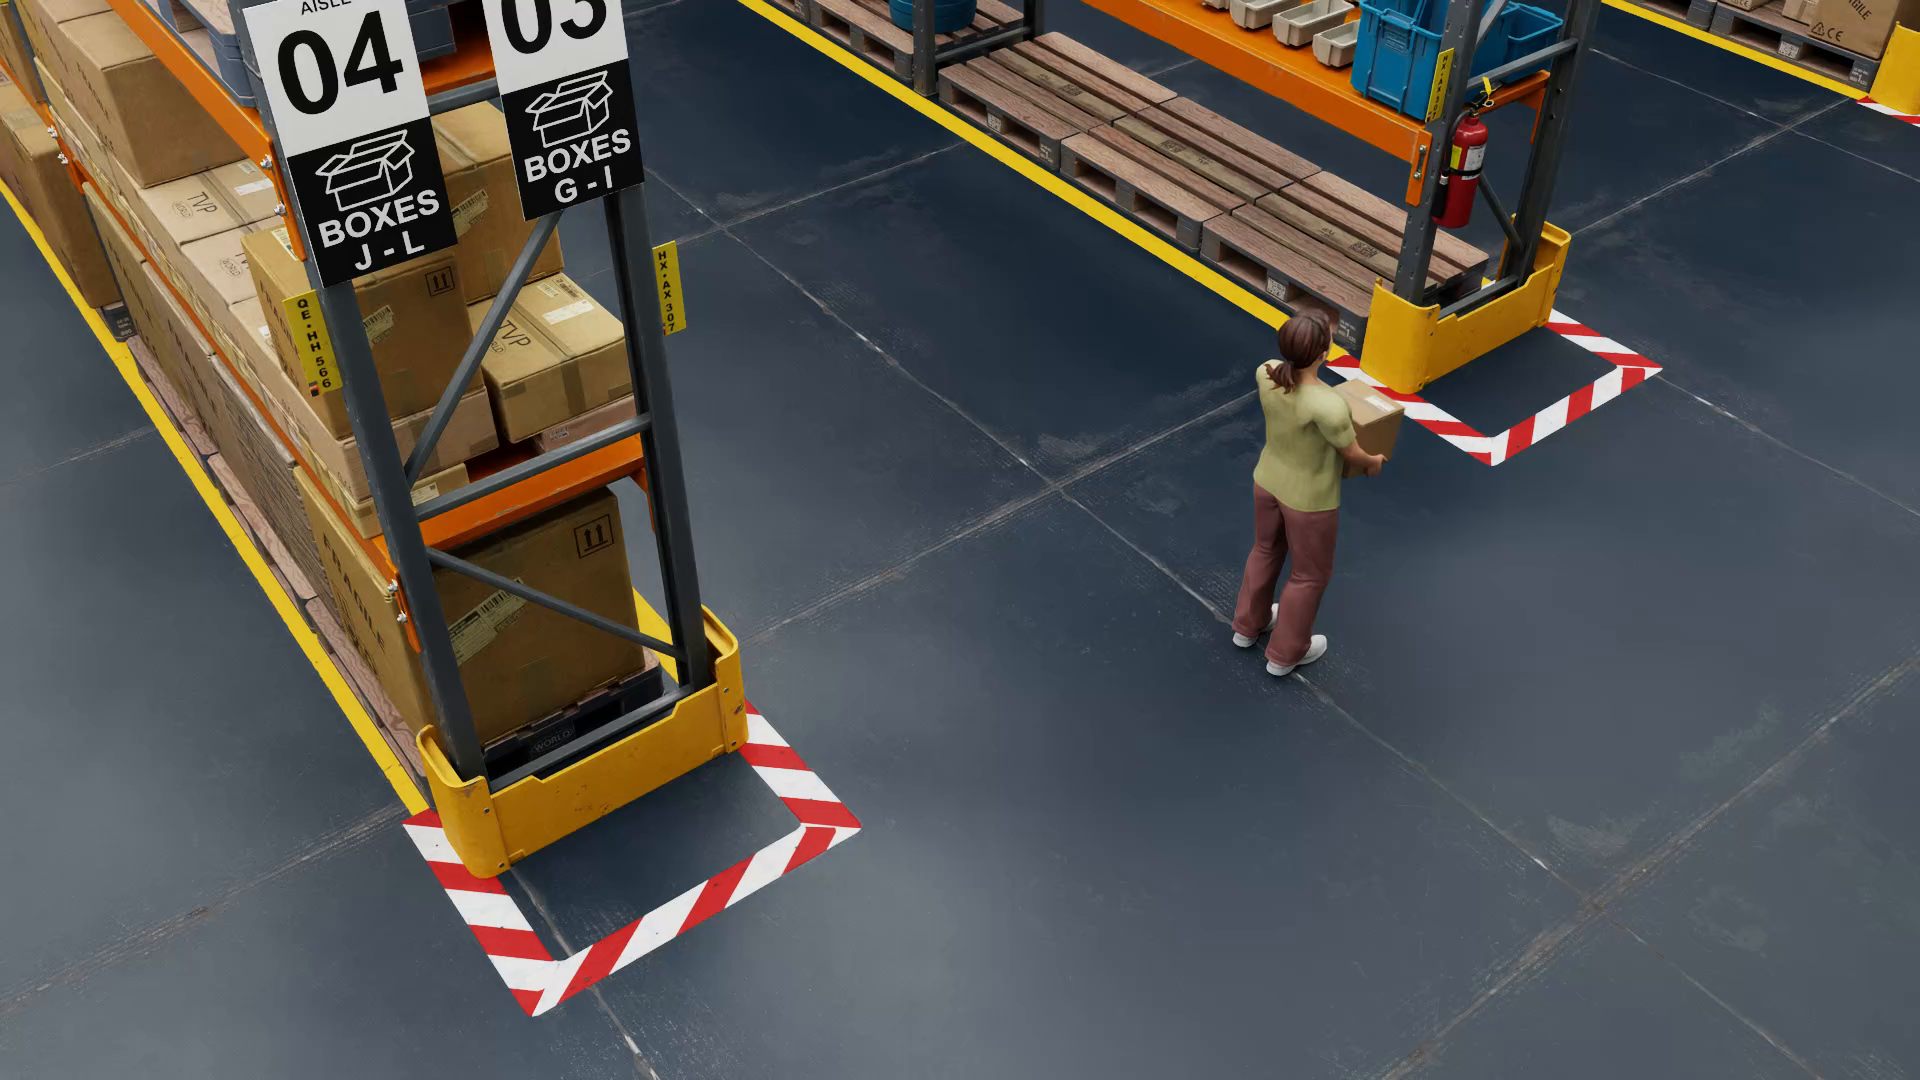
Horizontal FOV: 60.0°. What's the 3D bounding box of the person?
[{"bbox_3d":[1.338,-0.211,6.413,0.551,1.663,0.428,-26,47,-28],"label":"person"}]
